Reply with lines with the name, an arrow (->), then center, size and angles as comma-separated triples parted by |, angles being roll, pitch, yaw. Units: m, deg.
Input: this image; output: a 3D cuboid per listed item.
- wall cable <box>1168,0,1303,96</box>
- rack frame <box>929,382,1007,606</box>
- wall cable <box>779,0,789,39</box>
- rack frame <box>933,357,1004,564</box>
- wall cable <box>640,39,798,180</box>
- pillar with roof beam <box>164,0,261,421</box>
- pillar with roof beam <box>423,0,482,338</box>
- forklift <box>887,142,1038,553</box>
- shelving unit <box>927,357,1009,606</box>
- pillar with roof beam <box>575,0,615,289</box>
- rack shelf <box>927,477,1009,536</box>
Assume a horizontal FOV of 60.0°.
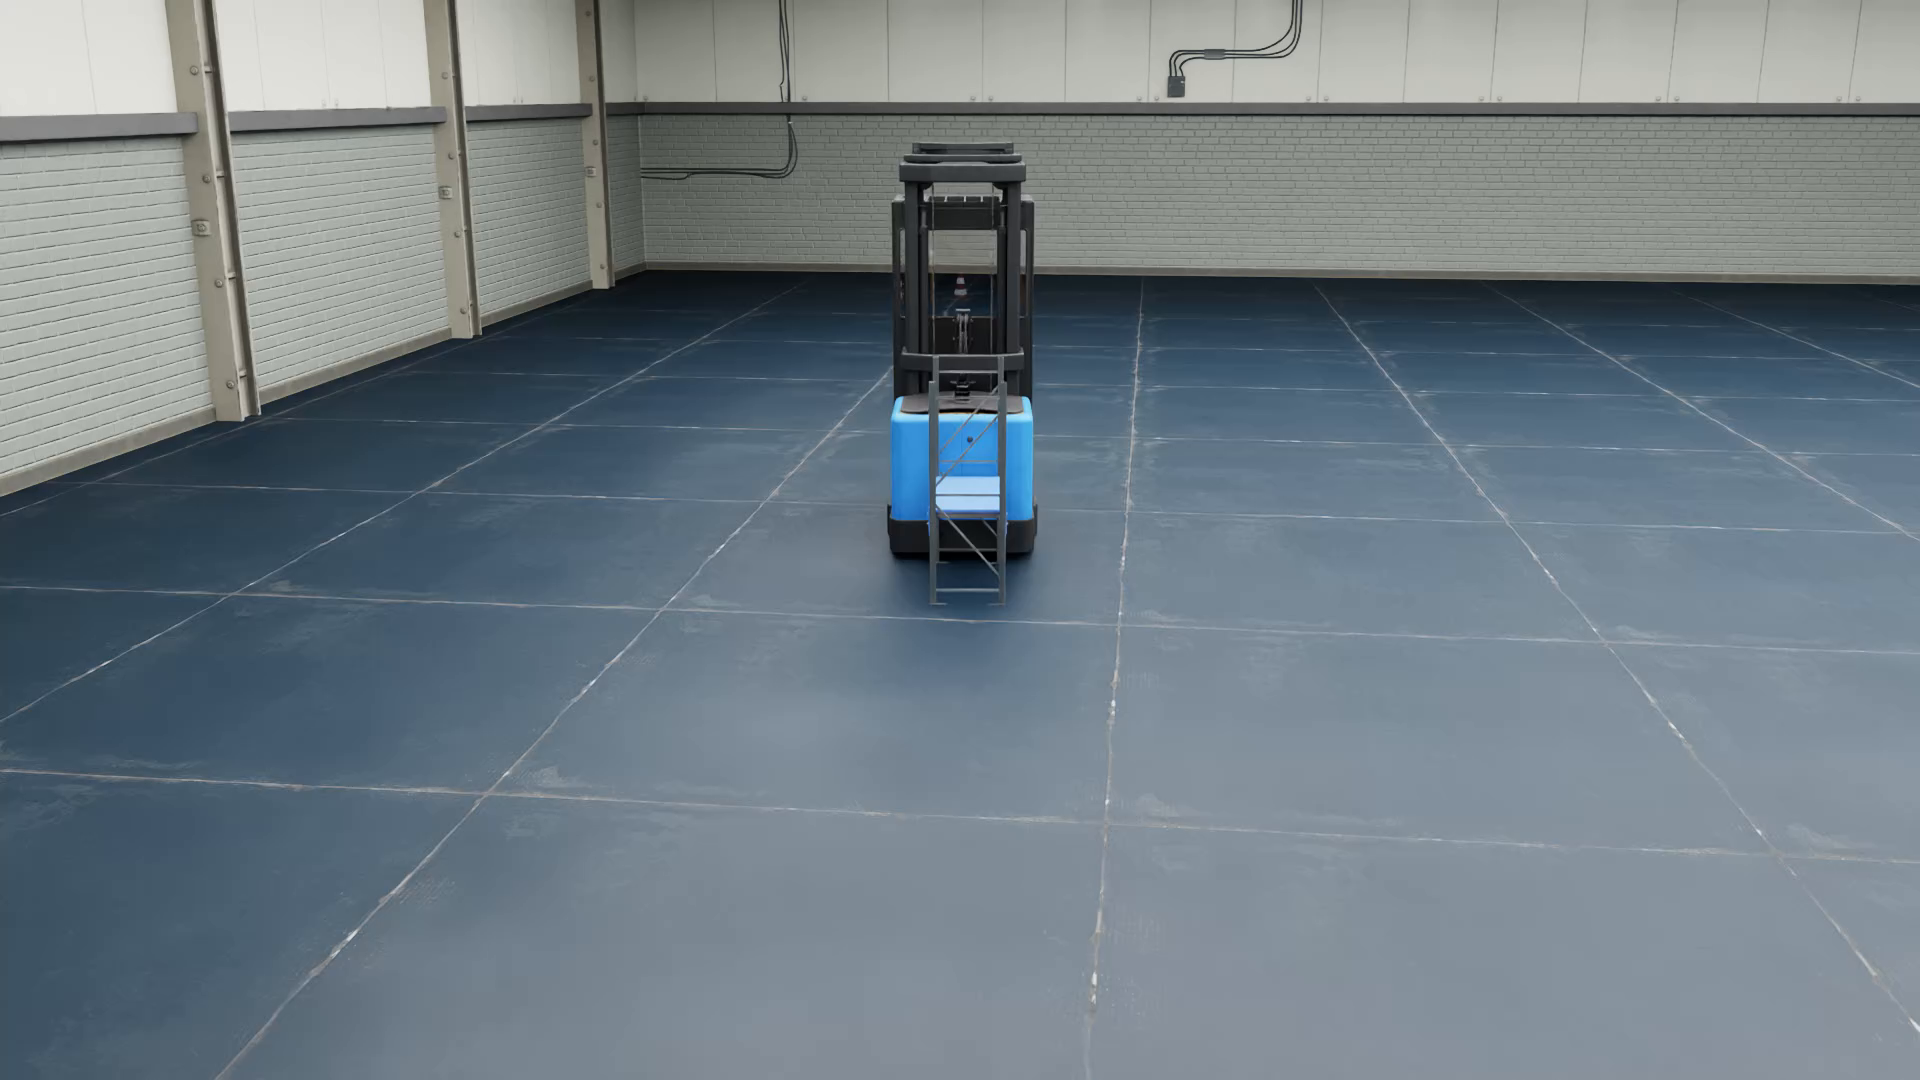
wall cable -> 4.871, -10.823, 28.932 | 2.305, 6.003, 0.169 | 2, 15, 6
rack frame -> 0.050, -0.289, 10.859 | 0.500, 1.500, 0.032 | 0, 15, 0
wall cable -> -1.872, -10.324, 29.877 | 3.097, 2.526, 0.112 | 2, 15, 6
rack frame -> 0.058, -0.555, 11.840 | 0.500, 1.500, 0.032 | 0, 15, 0
wall cable -> -4.560, -7.966, 30.831 | 3.097, 2.526, 0.112 | 2, 15, 6
pillar with roof beam -> -3.282, -5.501, 15.765 | 9.100, 9.000, 0.400 | 2, 15, 6
pillar with roof beam -> -2.605, -7.057, 21.520 | 9.100, 9.000, 0.400 | 2, 15, 6
forklift -> 0.025, -1.649, 13.145 | 1.130, 2.935, 3.031 | 0, 15, 0
shelving unit -> 0.054, -0.422, 11.349 | 0.538, 1.500, 1.048 | 0, 15, 0
pillar with roof beam -> -1.928, -8.613, 27.275 | 9.100, 9.000, 0.400 | 2, 15, 6
rack shelf -> 0.054, -0.248, 11.396 | 0.538, 0.185, 1.000 | 0, 15, 0
